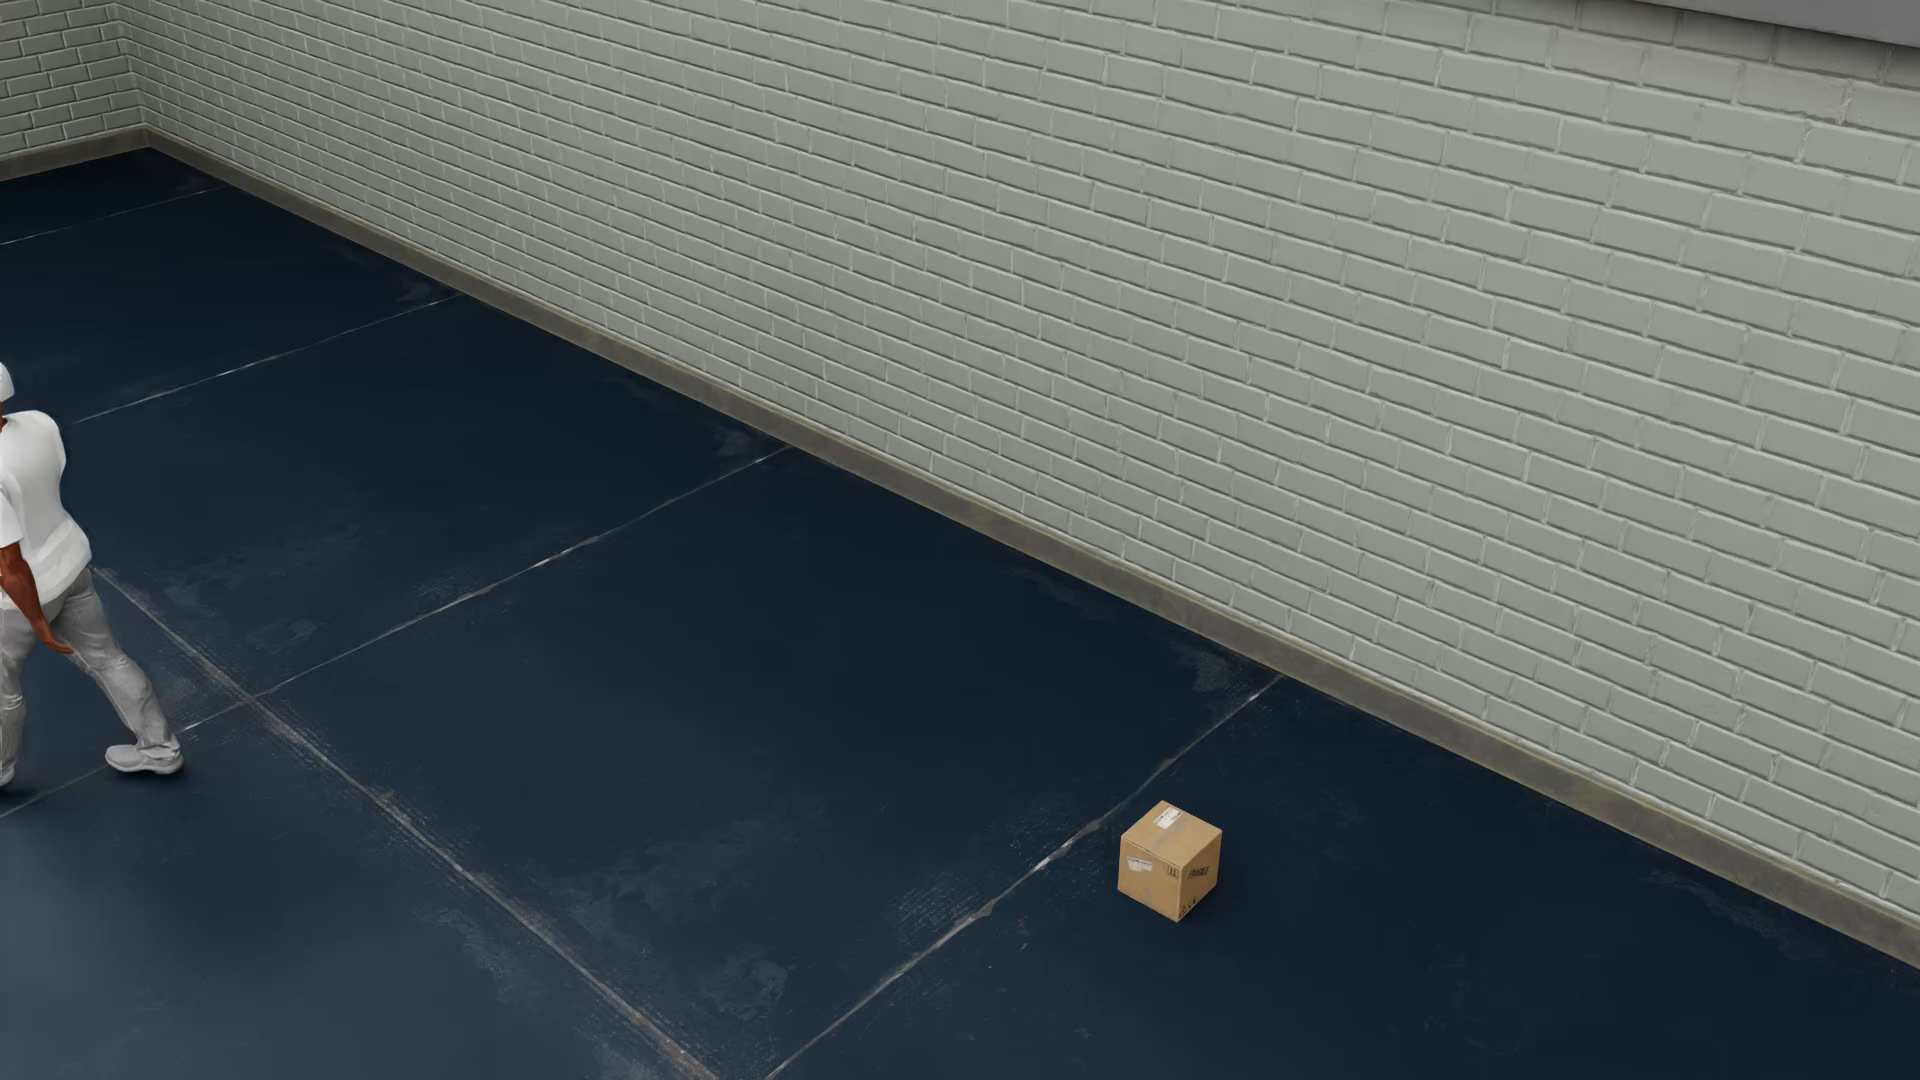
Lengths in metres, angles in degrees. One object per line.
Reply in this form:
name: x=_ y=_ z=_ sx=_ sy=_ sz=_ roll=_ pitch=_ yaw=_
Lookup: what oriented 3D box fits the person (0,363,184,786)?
person: x=-3.380 y=0.129 z=5.880 sx=0.906 sy=1.745 sz=0.565 roll=3 pitch=31 yaw=5
